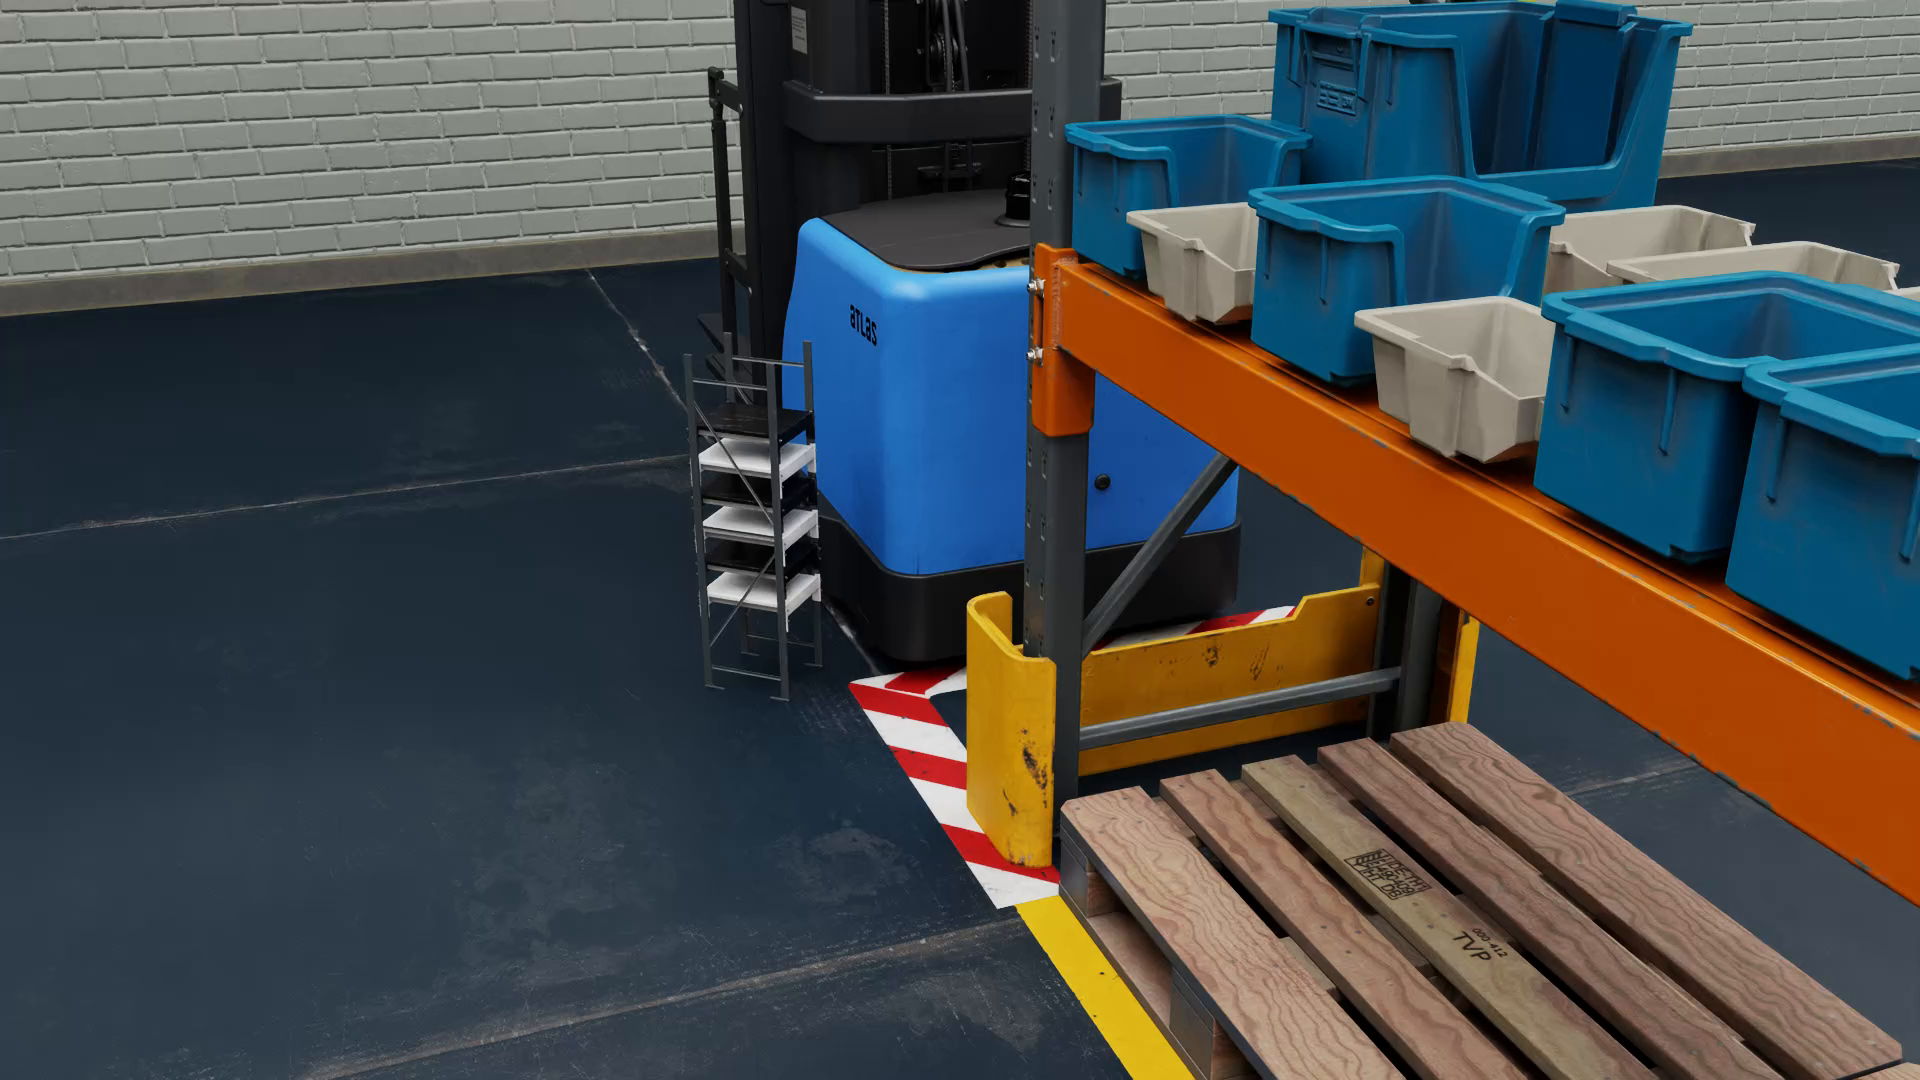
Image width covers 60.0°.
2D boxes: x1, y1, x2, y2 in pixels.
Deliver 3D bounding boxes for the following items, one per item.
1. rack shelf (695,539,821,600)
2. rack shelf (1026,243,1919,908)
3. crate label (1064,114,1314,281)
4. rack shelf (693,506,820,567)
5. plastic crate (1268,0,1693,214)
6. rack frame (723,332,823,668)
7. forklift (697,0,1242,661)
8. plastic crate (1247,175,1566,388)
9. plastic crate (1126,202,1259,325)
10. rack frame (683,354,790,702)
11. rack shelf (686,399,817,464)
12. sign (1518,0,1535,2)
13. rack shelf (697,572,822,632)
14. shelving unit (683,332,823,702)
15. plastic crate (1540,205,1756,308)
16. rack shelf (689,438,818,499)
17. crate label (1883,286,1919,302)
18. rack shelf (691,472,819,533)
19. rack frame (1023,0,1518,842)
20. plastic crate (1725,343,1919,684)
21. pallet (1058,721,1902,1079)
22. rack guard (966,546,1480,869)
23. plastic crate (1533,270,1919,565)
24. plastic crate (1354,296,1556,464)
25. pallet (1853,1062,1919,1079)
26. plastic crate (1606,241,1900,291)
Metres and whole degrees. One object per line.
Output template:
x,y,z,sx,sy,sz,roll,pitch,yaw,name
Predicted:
-0.515,0.061,4.264,0.258,0.077,0.200,8,24,19,rack shelf
1.331,0.255,1.710,1.077,0.370,4.000,-8,24,-19,rack shelf
0.403,-0.619,2.995,0.416,0.233,0.303,-8,24,-19,crate label
-0.515,-0.022,4.230,0.258,0.077,0.200,8,24,19,rack shelf
0.917,-0.751,3.048,0.616,0.435,0.499,-8,24,-19,plastic crate
-0.480,-0.090,4.304,0.240,0.900,0.006,8,24,19,rack frame
-0.225,-1.578,5.221,1.130,2.935,3.031,-9,24,-19,forklift
0.636,-0.380,2.428,0.416,0.233,0.300,-8,24,-19,plastic crate
0.439,-0.447,2.710,0.250,0.136,0.298,-8,24,-19,plastic crate
-0.550,-0.016,4.129,0.240,0.900,0.006,8,24,19,rack frame
-0.515,-0.271,4.125,0.258,0.077,0.200,8,24,19,rack shelf
1.133,-0.960,3.456,0.100,0.325,0.005,-8,24,-19,sign
-0.515,0.144,4.299,0.258,0.077,0.200,8,24,19,rack shelf
-0.515,-0.053,4.217,0.258,0.900,0.210,8,24,19,shelving unit
1.081,-0.438,2.690,0.396,0.136,0.243,-8,24,-19,plastic crate
-0.515,-0.188,4.160,0.258,0.077,0.200,8,24,19,rack shelf
1.292,-0.233,2.203,0.396,0.136,0.243,-8,24,-19,crate label
-0.515,-0.105,4.195,0.258,0.077,0.200,8,24,19,rack shelf
0.624,-0.804,3.294,1.000,3.000,0.127,-8,24,-19,rack frame
0.974,-0.032,1.601,0.416,0.233,0.300,-8,24,-19,plastic crate
0.879,0.786,3.112,1.003,0.211,1.213,-8,24,-19,pallet
0.603,0.341,3.796,1.175,0.500,0.348,-8,24,-19,rack guard
0.868,-0.141,1.860,0.416,0.233,0.300,-8,24,-19,plastic crate
0.679,-0.200,2.126,0.250,0.136,0.298,-8,24,-19,plastic crate
1.306,1.229,2.062,1.003,0.211,1.213,-8,24,-19,pallet
1.170,-0.331,2.435,0.396,0.136,0.243,-8,24,-19,plastic crate
